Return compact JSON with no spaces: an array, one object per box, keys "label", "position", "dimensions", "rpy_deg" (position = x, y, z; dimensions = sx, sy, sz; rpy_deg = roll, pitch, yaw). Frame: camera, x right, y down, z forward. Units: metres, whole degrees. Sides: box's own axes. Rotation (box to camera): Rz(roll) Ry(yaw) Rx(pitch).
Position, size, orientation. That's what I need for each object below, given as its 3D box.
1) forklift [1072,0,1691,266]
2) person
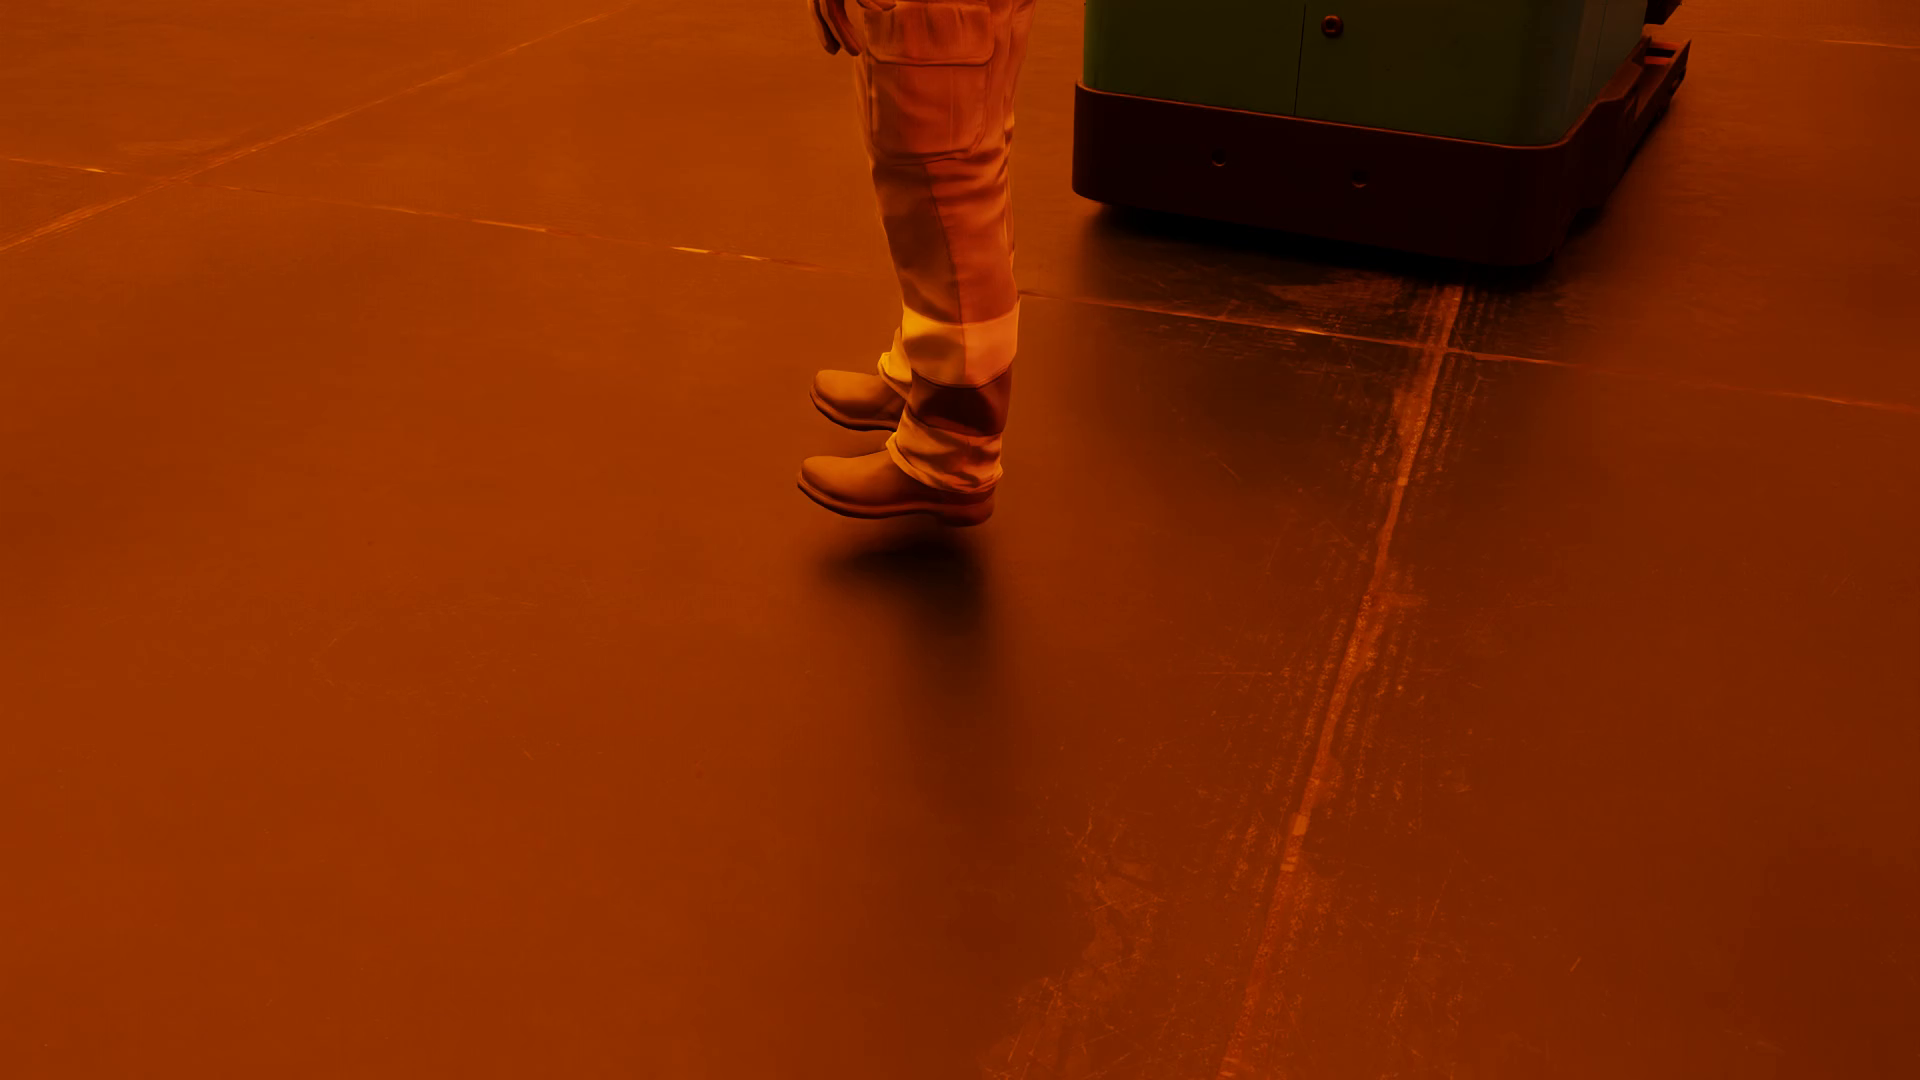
[{"label":"forklift","position":[1.395,-2.519,3.972],"dimensions":[1.130,2.935,3.031],"rpy_deg":[15,33,24]},{"label":"person","position":[-0.070,-0.839,2.070],"dimensions":[0.564,1.787,0.637],"rpy_deg":[10,31,18]}]
